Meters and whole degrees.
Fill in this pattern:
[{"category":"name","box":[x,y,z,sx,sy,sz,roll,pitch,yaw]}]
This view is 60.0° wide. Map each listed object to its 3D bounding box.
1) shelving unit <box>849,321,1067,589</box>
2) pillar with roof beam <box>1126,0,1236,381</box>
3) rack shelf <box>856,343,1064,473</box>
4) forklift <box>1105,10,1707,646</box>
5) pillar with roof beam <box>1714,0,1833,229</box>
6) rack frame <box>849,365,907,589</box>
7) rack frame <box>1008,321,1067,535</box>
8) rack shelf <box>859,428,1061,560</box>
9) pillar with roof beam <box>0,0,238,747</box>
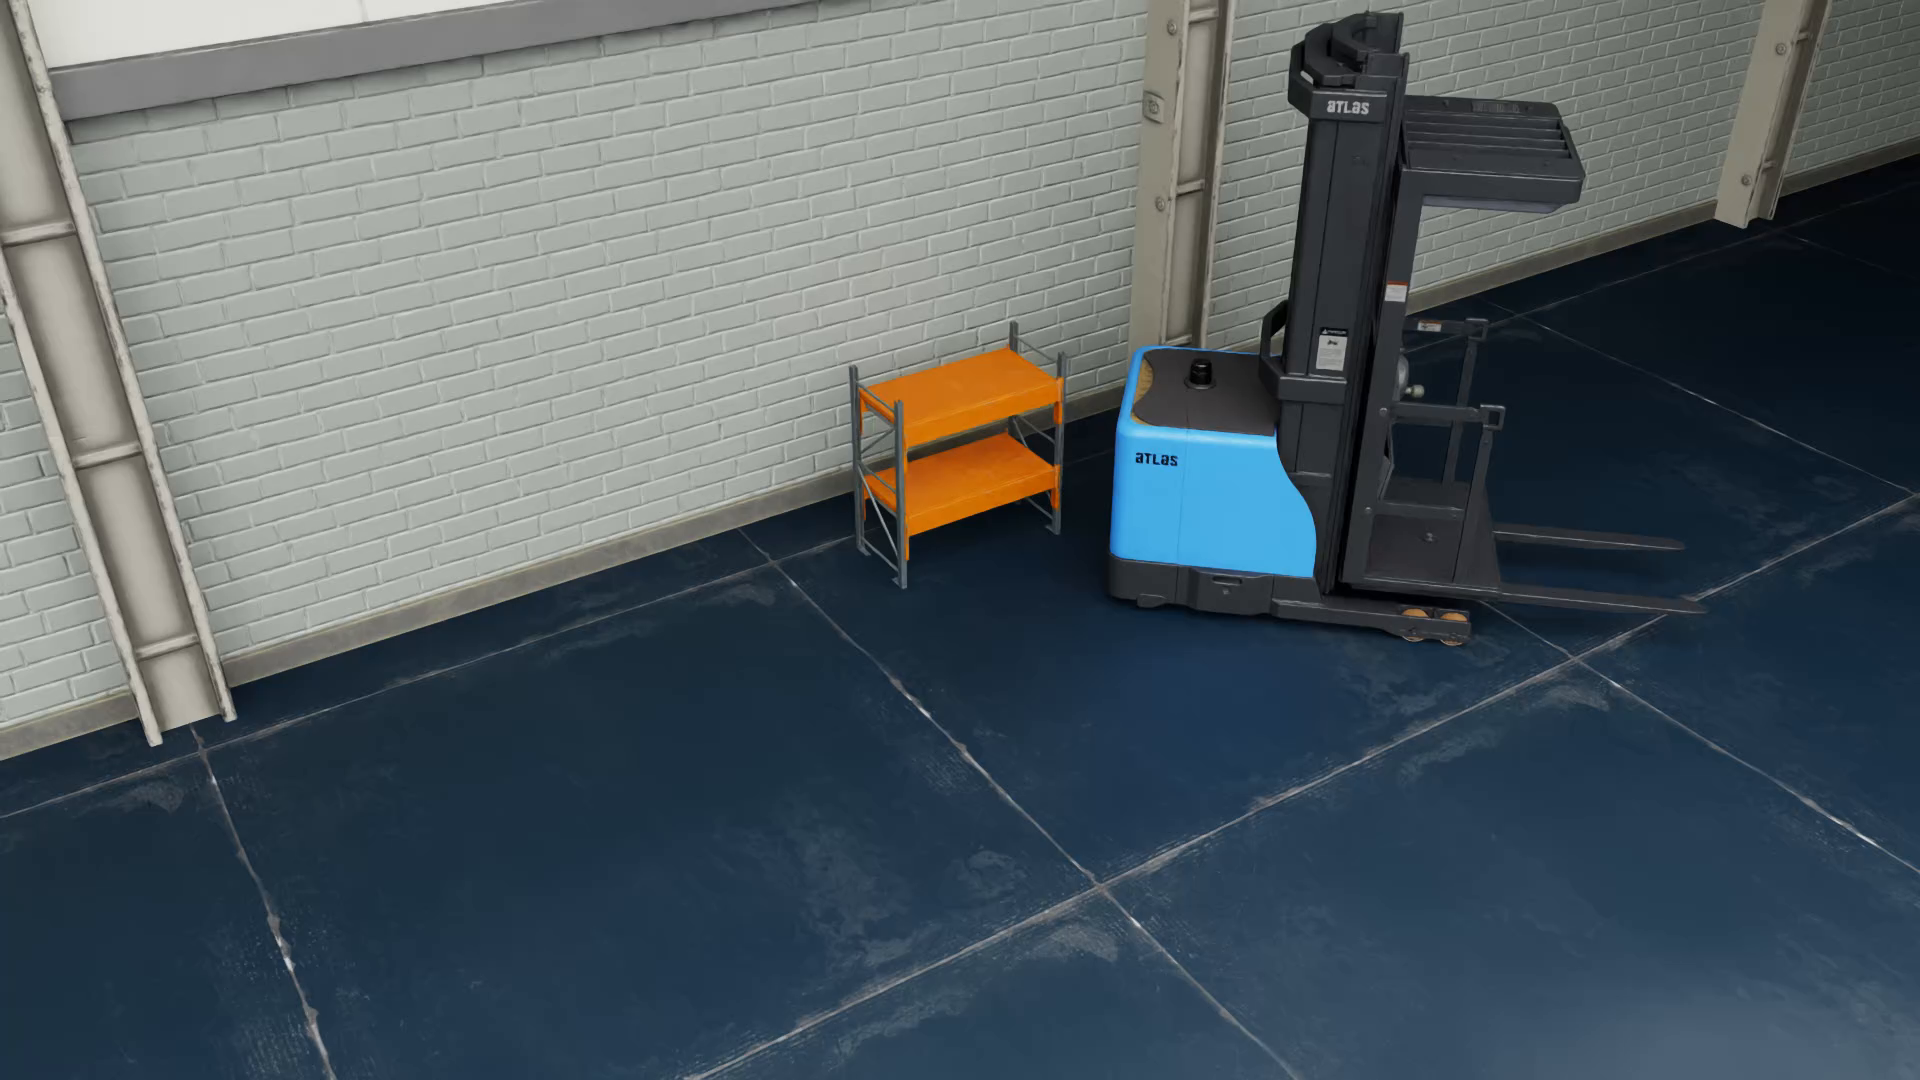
[{"category":"shelving unit","box":[-0.006,-0.474,9.068,1.048,1.125,0.538,-19,37,-27]},{"category":"pillar with roof beam","box":[3.648,-2.761,5.315,0.400,9.000,9.100,-19,37,-27]},{"category":"rack shelf","box":[-0.006,-0.721,8.912,1.000,0.278,0.538,-19,37,-27]},{"category":"forklift","box":[2.337,-1.008,8.222,3.031,2.935,1.130,6,33,9]},{"category":"pillar with roof beam","box":[8.691,-4.496,8.064,0.400,9.000,9.100,-19,37,-27]},{"category":"rack frame","box":[-0.433,-0.327,8.835,0.032,1.125,0.500,-19,37,-27]},{"category":"rack frame","box":[0.422,-0.621,9.301,0.032,1.125,0.500,-19,37,-27]},{"category":"rack shelf","box":[-0.006,-0.267,9.199,1.000,0.278,0.538,-19,37,-27]},{"category":"pillar with roof beam","box":[-1.395,-1.027,2.565,0.400,9.000,9.100,-19,37,-27]}]
